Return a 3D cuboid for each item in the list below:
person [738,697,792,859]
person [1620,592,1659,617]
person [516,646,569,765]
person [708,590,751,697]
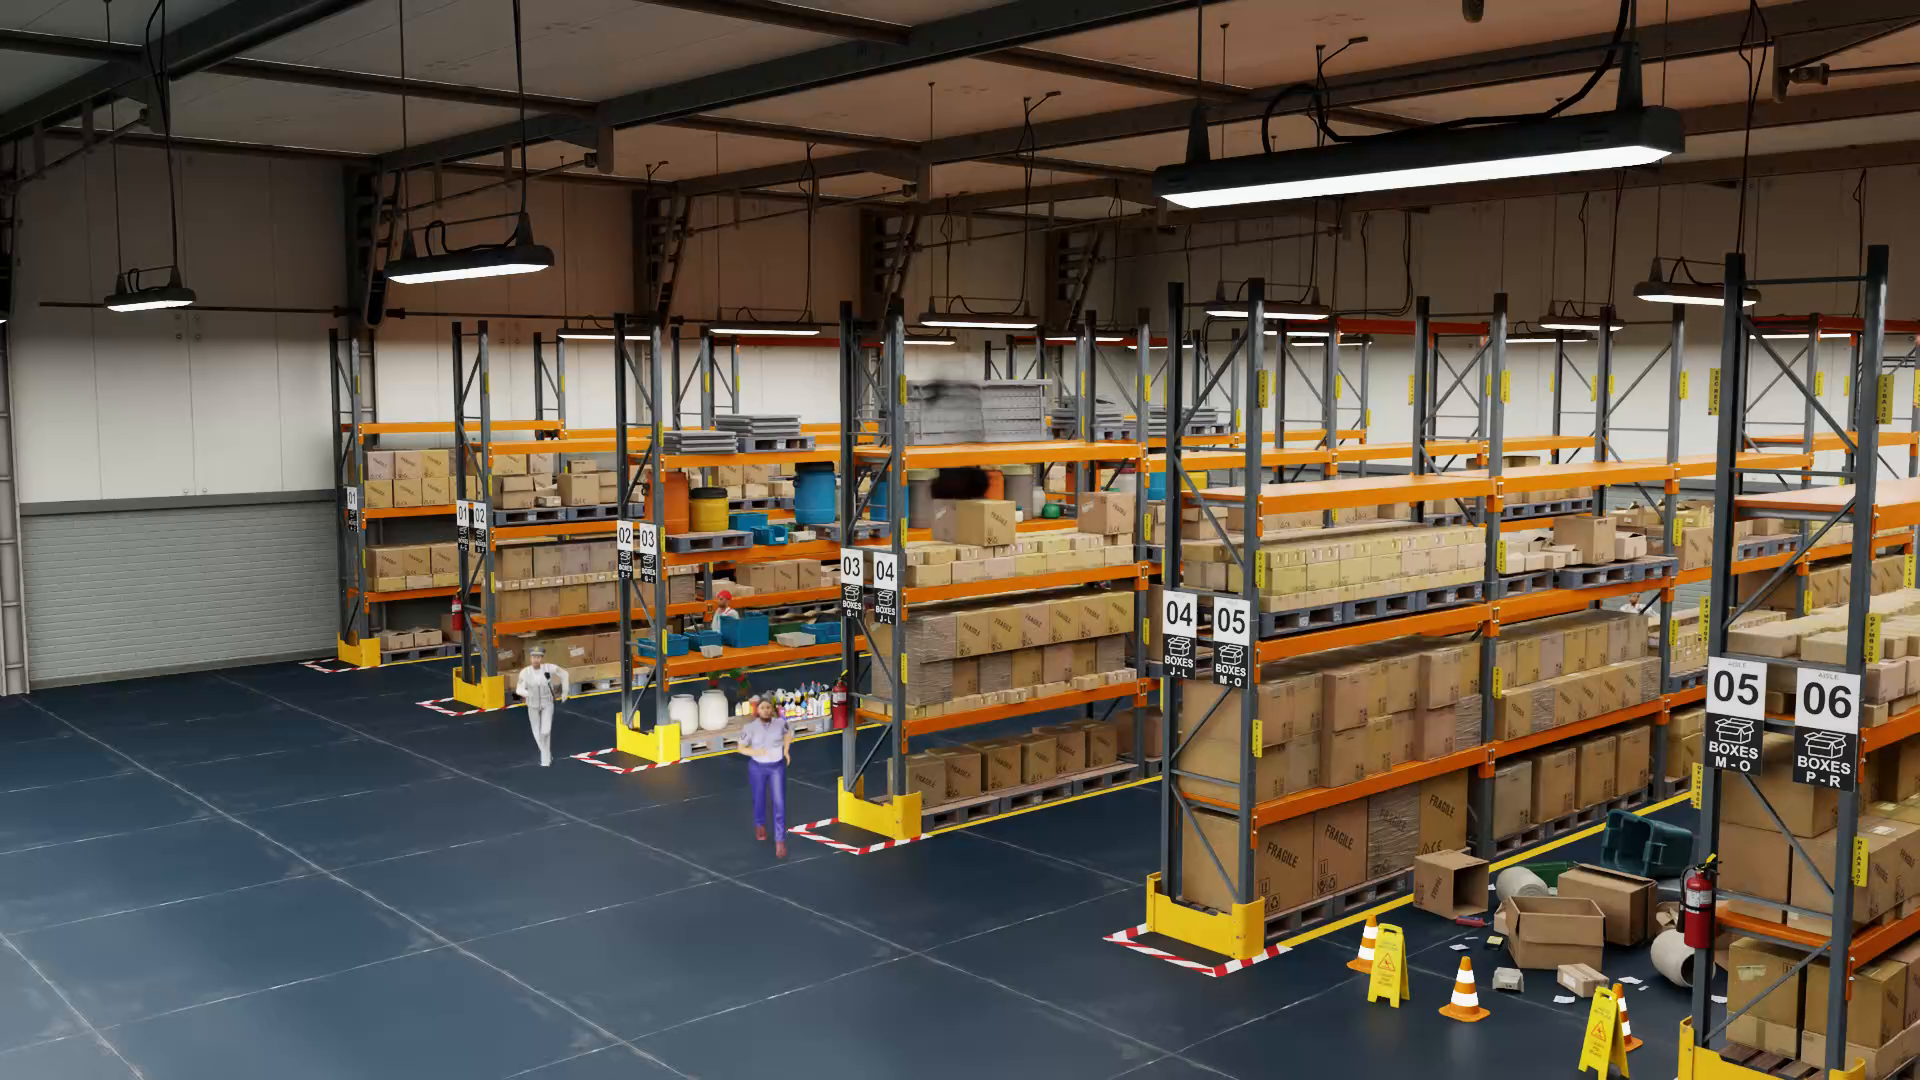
[{"bbox_3d":[-2.116,2.542,18.134,0.601,1.679,0.863,-1,6,-11],"label":"person"},{"bbox_3d":[11.091,1.632,27.354,0.728,1.715,0.598,-5,7,-40],"label":"person"},{"bbox_3d":[-5.464,2.182,21.756,0.648,1.642,0.725,-1,6,-8],"label":"person"},{"bbox_3d":[-3.684,1.679,26.103,0.652,1.805,0.983,5,7,39],"label":"person"}]
